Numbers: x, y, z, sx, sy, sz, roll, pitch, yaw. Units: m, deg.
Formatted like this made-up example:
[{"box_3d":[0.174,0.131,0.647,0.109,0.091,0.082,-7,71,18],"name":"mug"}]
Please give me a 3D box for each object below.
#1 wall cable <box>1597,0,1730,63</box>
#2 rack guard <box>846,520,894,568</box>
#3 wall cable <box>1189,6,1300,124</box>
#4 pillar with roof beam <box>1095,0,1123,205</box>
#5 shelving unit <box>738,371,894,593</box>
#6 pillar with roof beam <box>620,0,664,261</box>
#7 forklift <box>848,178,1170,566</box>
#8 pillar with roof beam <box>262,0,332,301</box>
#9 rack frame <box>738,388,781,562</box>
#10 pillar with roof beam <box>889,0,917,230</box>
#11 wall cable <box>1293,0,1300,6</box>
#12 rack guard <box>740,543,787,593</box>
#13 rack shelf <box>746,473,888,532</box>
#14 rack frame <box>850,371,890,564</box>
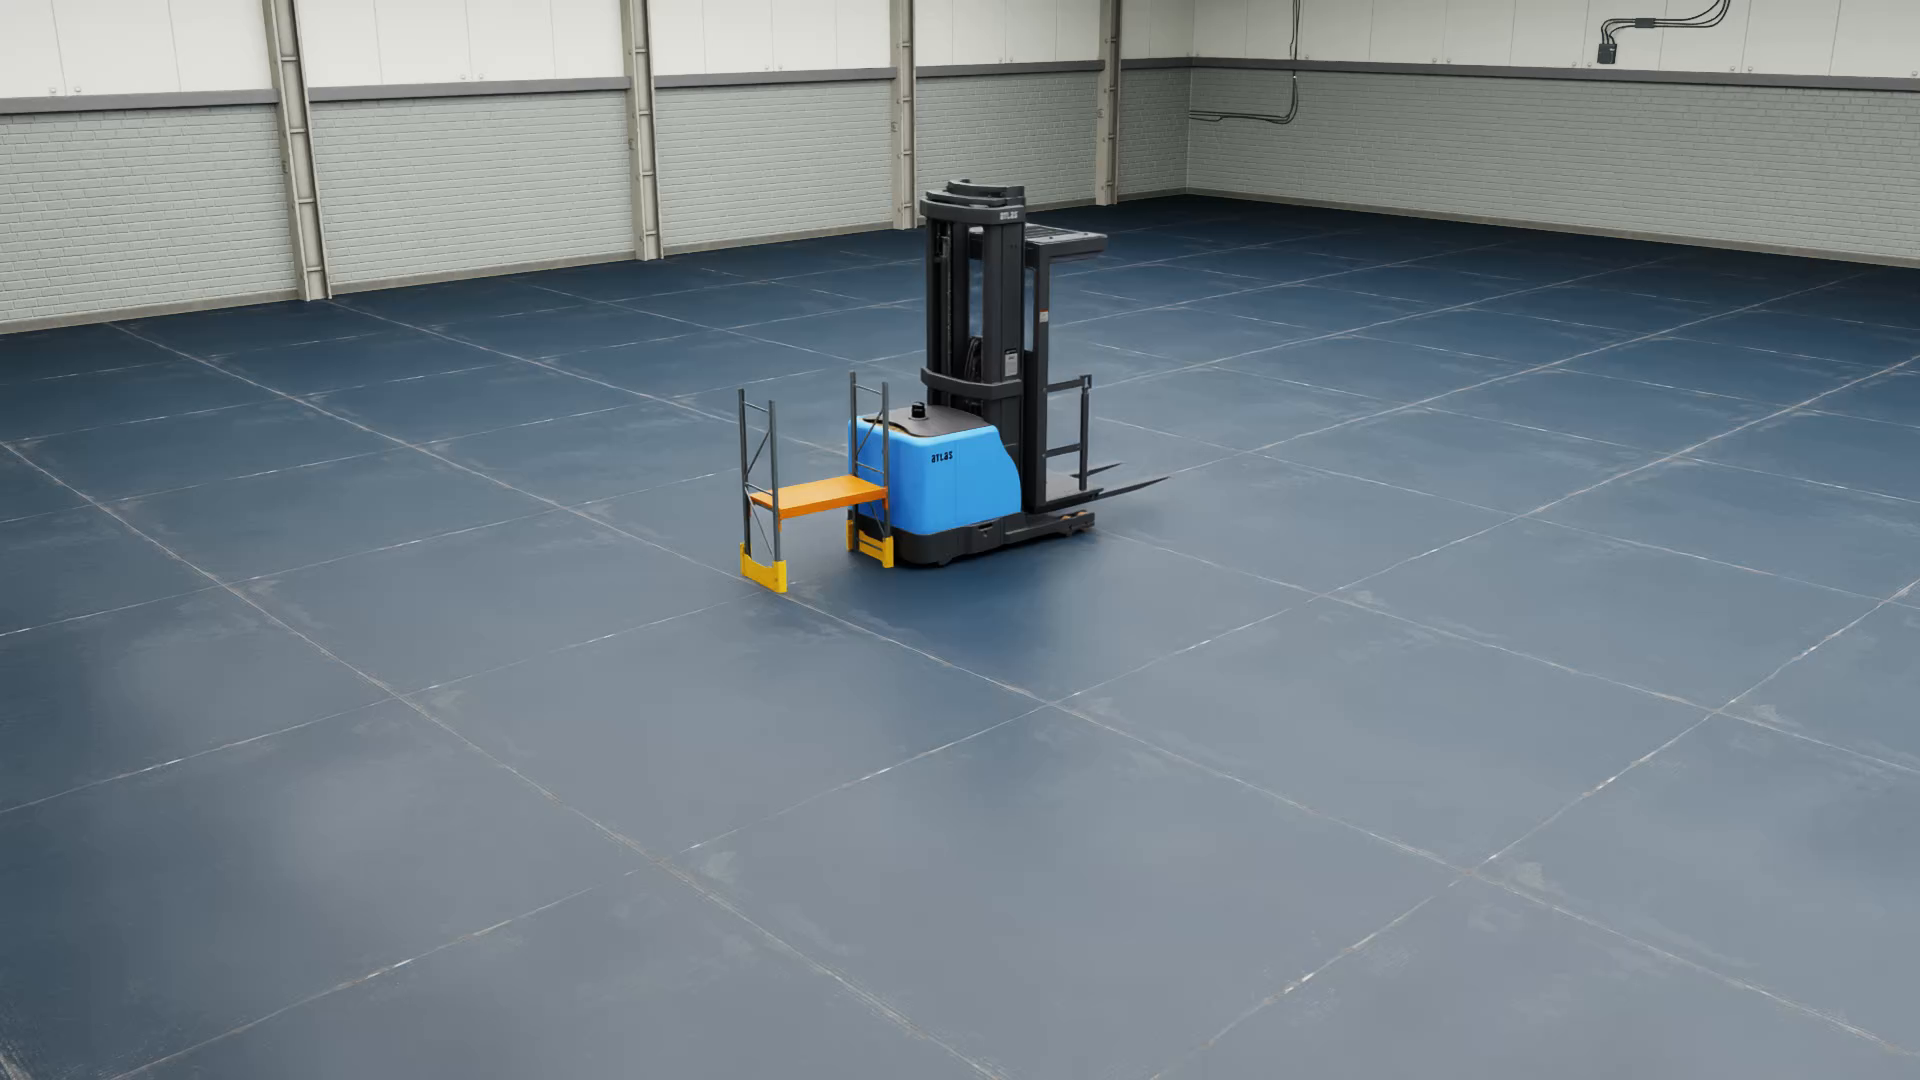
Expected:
[{"box_3d":[12.815,-11.590,29.627,0.169,6.003,2.305,-16,24,-41],"name":"wall cable"},{"box_3d":[-0.733,0.028,13.493,0.087,0.250,0.587,-13,22,-35],"name":"rack guard"},{"box_3d":[6.305,-10.626,37.203,0.112,2.526,3.097,-16,24,-41],"name":"wall cable"},{"box_3d":[6.213,-10.811,32.737,0.400,9.000,9.100,-16,24,-41],"name":"pillar with roof beam"},{"box_3d":[-1.132,-0.474,13.015,1.083,1.500,0.587,-13,22,-35],"name":"shelving unit"},{"box_3d":[-2.506,-8.268,24.894,0.400,9.000,9.100,-16,24,-41],"name":"pillar with roof beam"},{"box_3d":[0.525,-1.544,13.994,3.031,2.935,1.130,-14,23,-37],"name":"forklift"},{"box_3d":[-6.866,-6.996,20.973,0.400,9.000,9.100,-16,24,-41],"name":"pillar with roof beam"},{"box_3d":[-1.531,-0.382,12.730,0.032,1.500,0.500,-13,22,-35],"name":"rack frame"},{"box_3d":[1.853,-9.539,28.816,0.400,9.000,9.100,-16,24,-41],"name":"pillar with roof beam"},{"box_3d":[8.163,-12.422,34.554,0.112,2.526,3.097,-16,24,-41],"name":"wall cable"},{"box_3d":[-1.530,0.213,12.924,0.087,0.250,0.587,-13,22,-35],"name":"rack guard"},{"box_3d":[-1.124,-0.305,13.076,1.000,0.185,0.538,-13,22,-35],"name":"rack shelf"},{"box_3d":[-0.718,-0.570,13.311,0.032,1.500,0.500,-13,22,-35],"name":"rack frame"}]
